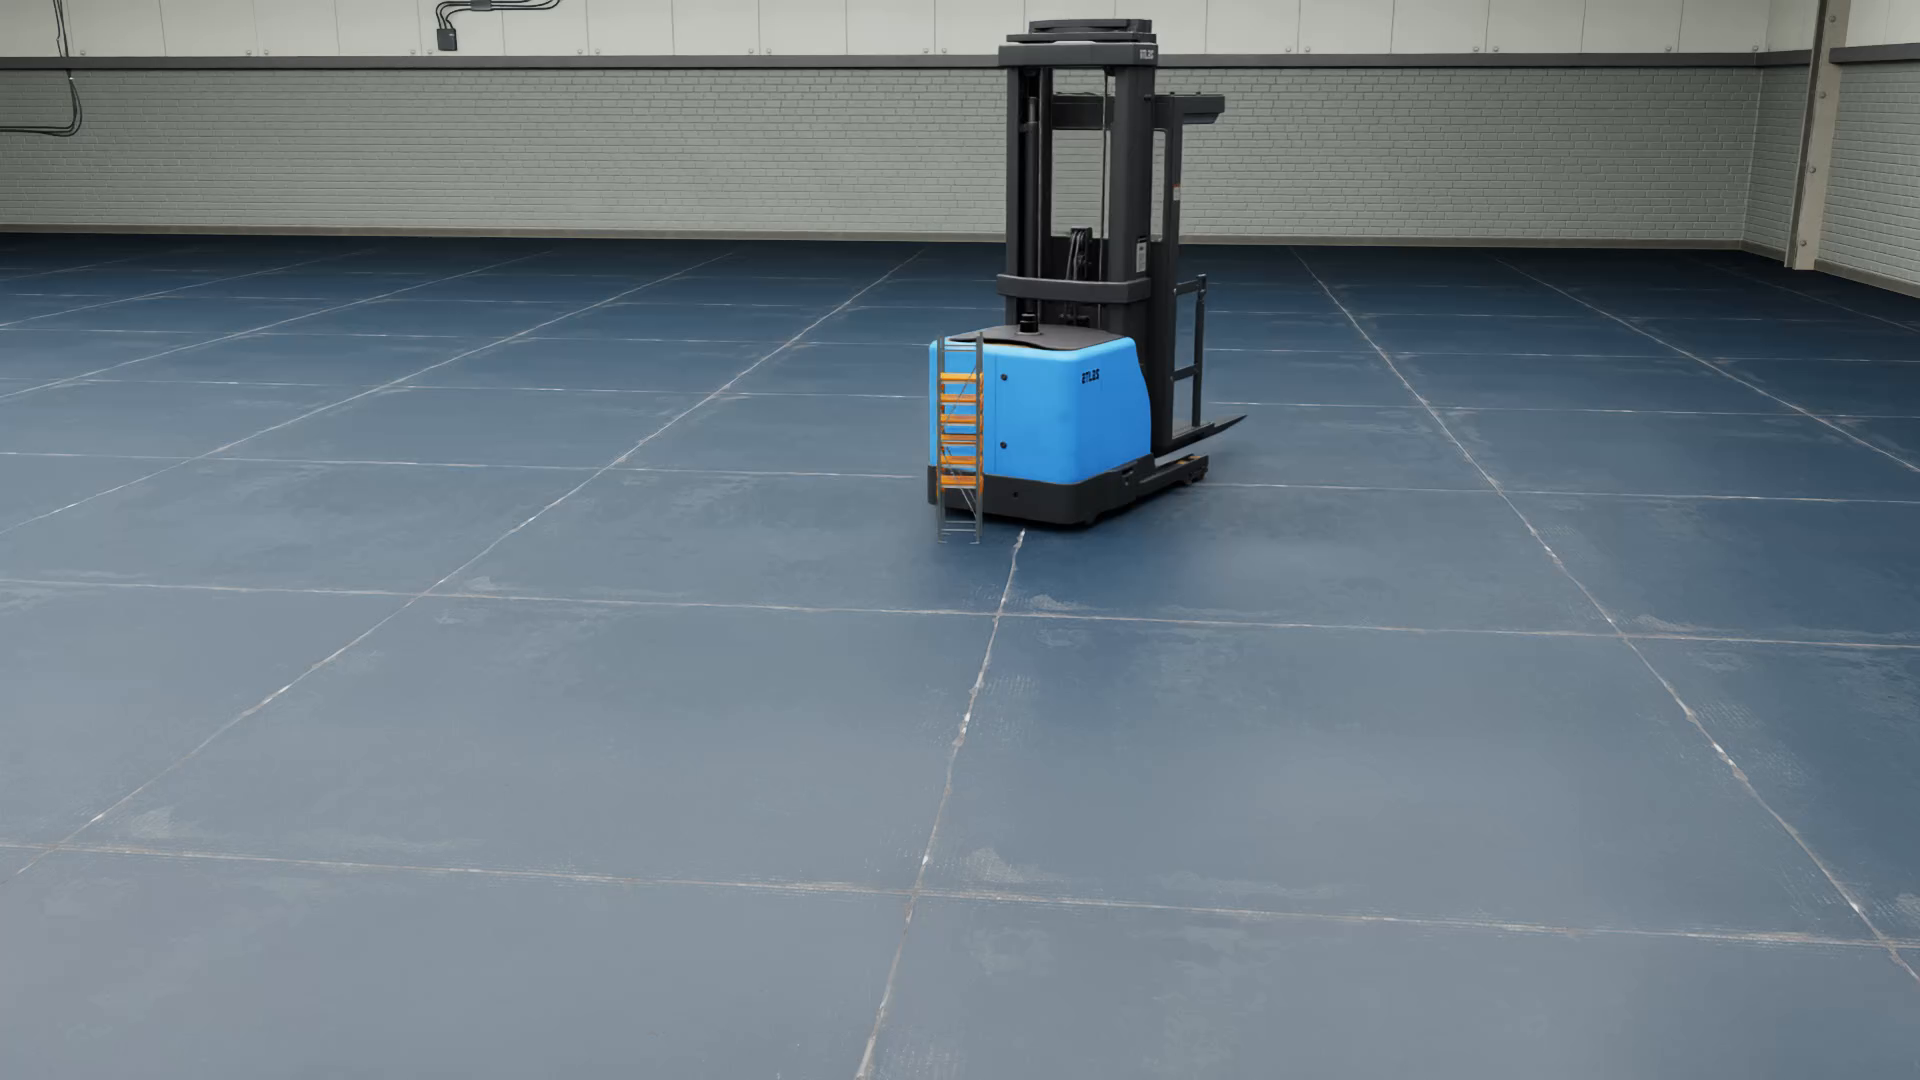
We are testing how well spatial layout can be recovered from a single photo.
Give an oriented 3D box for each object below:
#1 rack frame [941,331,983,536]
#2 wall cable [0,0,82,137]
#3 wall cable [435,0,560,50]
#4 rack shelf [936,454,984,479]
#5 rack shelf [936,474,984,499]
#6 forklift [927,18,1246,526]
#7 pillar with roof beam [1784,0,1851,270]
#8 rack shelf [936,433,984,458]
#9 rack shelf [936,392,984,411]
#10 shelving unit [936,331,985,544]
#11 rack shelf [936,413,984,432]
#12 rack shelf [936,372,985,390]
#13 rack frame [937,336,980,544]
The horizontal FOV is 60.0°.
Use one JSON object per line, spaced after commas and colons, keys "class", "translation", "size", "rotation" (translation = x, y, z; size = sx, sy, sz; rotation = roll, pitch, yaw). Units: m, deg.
{"class": "rack frame", "translation": [0.012, -0.607, 9.607], "size": [0.240, 1.200, 0.006], "rotation": [2, 15, 6]}
{"class": "wall cable", "translation": [-17.309, -8.494, 29.782], "size": [3.097, 2.526, 0.112], "rotation": [2, 15, 6]}
{"class": "wall cable", "translation": [-7.878, -11.351, 27.884], "size": [2.305, 6.003, 0.169], "rotation": [2, 15, 6]}
{"class": "rack shelf", "translation": [0.002, -0.424, 9.562], "size": [0.258, 0.103, 0.180], "rotation": [2, 15, 6]}
{"class": "rack shelf", "translation": [0.002, -0.308, 9.594], "size": [0.258, 0.103, 0.180], "rotation": [2, 15, 6]}
{"class": "forklift", "translation": [1.012, -1.834, 10.829], "size": [1.130, 2.935, 3.031], "rotation": [9, 18, 31]}
{"class": "pillar with roof beam", "translation": [8.066, -8.466, 23.733], "size": [9.100, 9.000, 0.400], "rotation": [2, 15, 6]}
{"class": "rack shelf", "translation": [0.002, -0.540, 9.531], "size": [0.258, 0.103, 0.180], "rotation": [2, 15, 6]}
{"class": "rack shelf", "translation": [0.002, -0.772, 9.468], "size": [0.258, 0.103, 0.180], "rotation": [2, 15, 6]}
{"class": "shelving unit", "translation": [0.002, -0.583, 9.519], "size": [0.258, 1.200, 0.189], "rotation": [2, 15, 6]}
{"class": "rack shelf", "translation": [0.002, -0.656, 9.500], "size": [0.258, 0.103, 0.180], "rotation": [2, 15, 6]}
{"class": "rack shelf", "translation": [0.002, -0.888, 9.437], "size": [0.258, 0.103, 0.180], "rotation": [2, 15, 6]}
{"class": "rack frame", "translation": [-0.009, -0.559, 9.432], "size": [0.240, 1.200, 0.006], "rotation": [2, 15, 6]}
